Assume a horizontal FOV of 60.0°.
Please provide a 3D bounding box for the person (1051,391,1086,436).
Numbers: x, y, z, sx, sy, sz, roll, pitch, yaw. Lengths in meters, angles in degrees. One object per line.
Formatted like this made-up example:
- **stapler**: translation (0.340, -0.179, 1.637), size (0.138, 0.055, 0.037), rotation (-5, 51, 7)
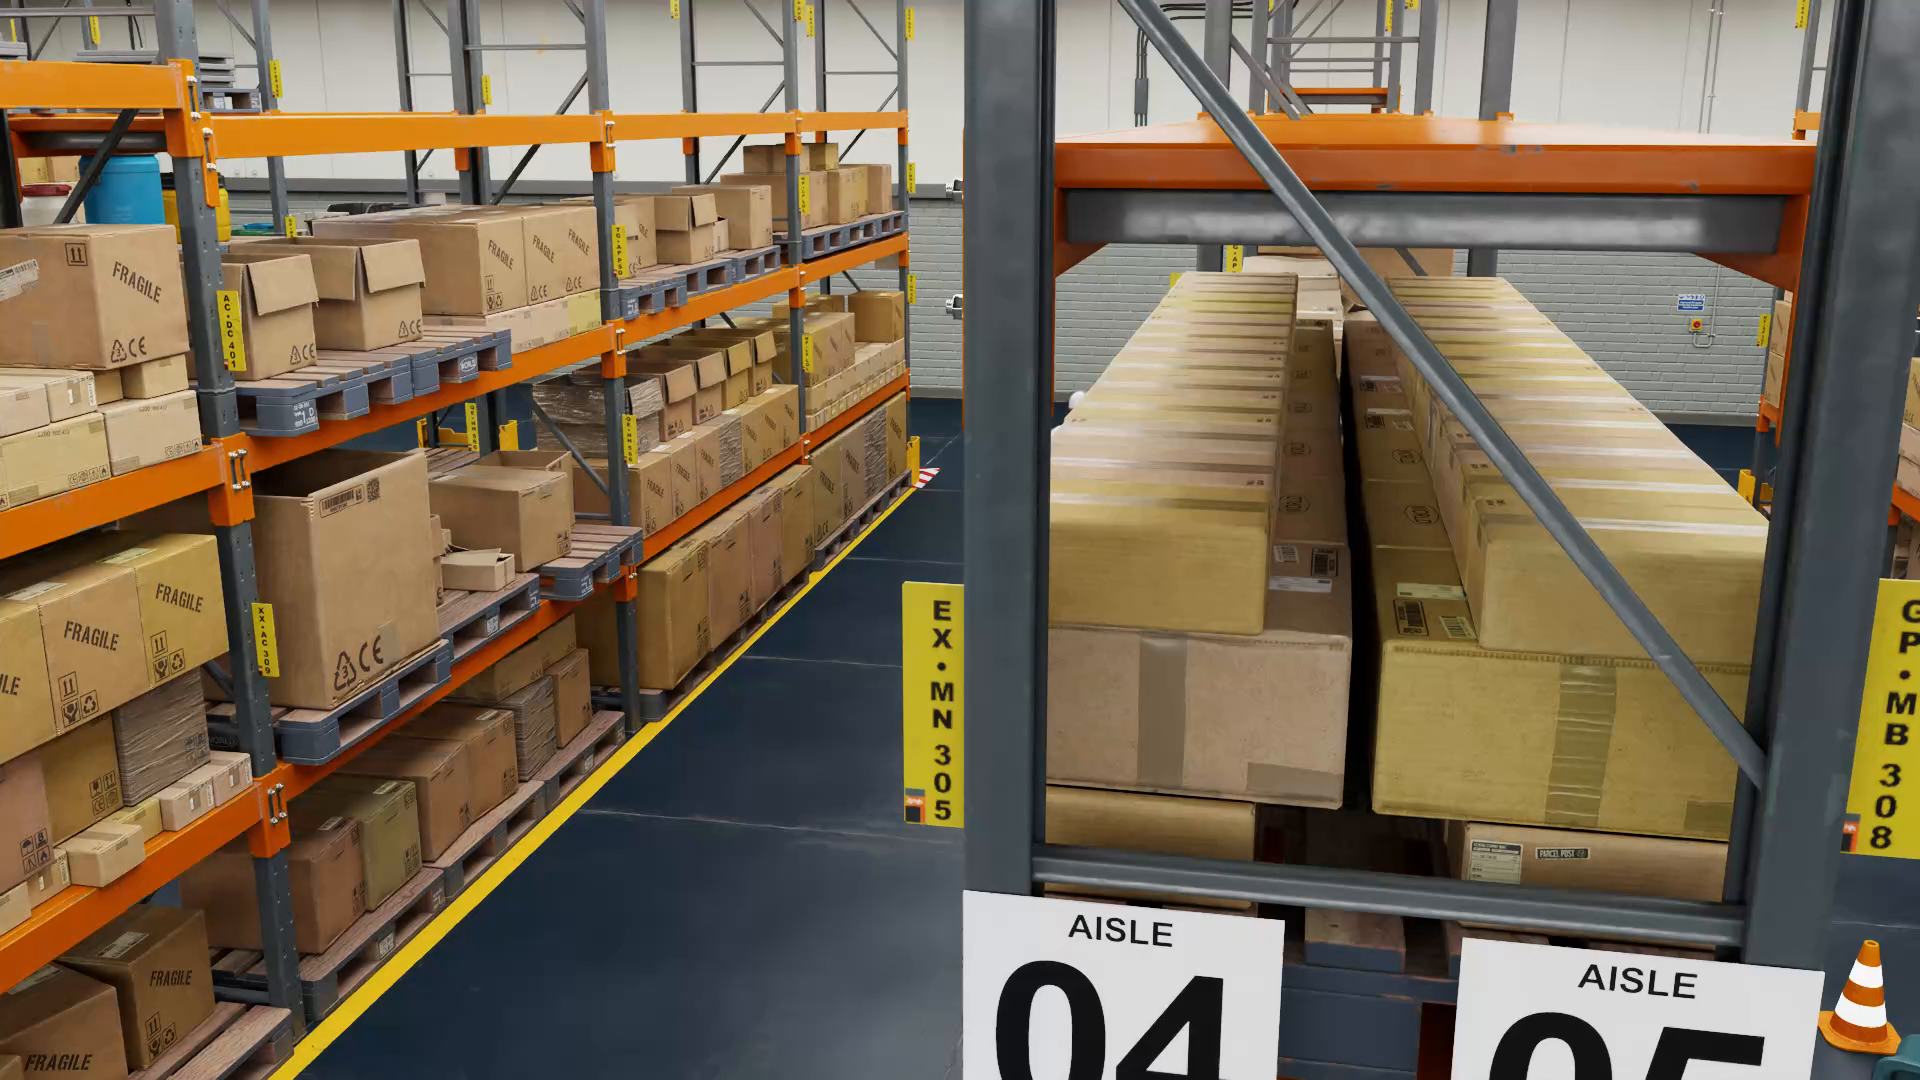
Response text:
- **person**: translation (1.060, -0.386, 14.497), size (0.655, 1.813, 0.568), rotation (5, 15, 19)
